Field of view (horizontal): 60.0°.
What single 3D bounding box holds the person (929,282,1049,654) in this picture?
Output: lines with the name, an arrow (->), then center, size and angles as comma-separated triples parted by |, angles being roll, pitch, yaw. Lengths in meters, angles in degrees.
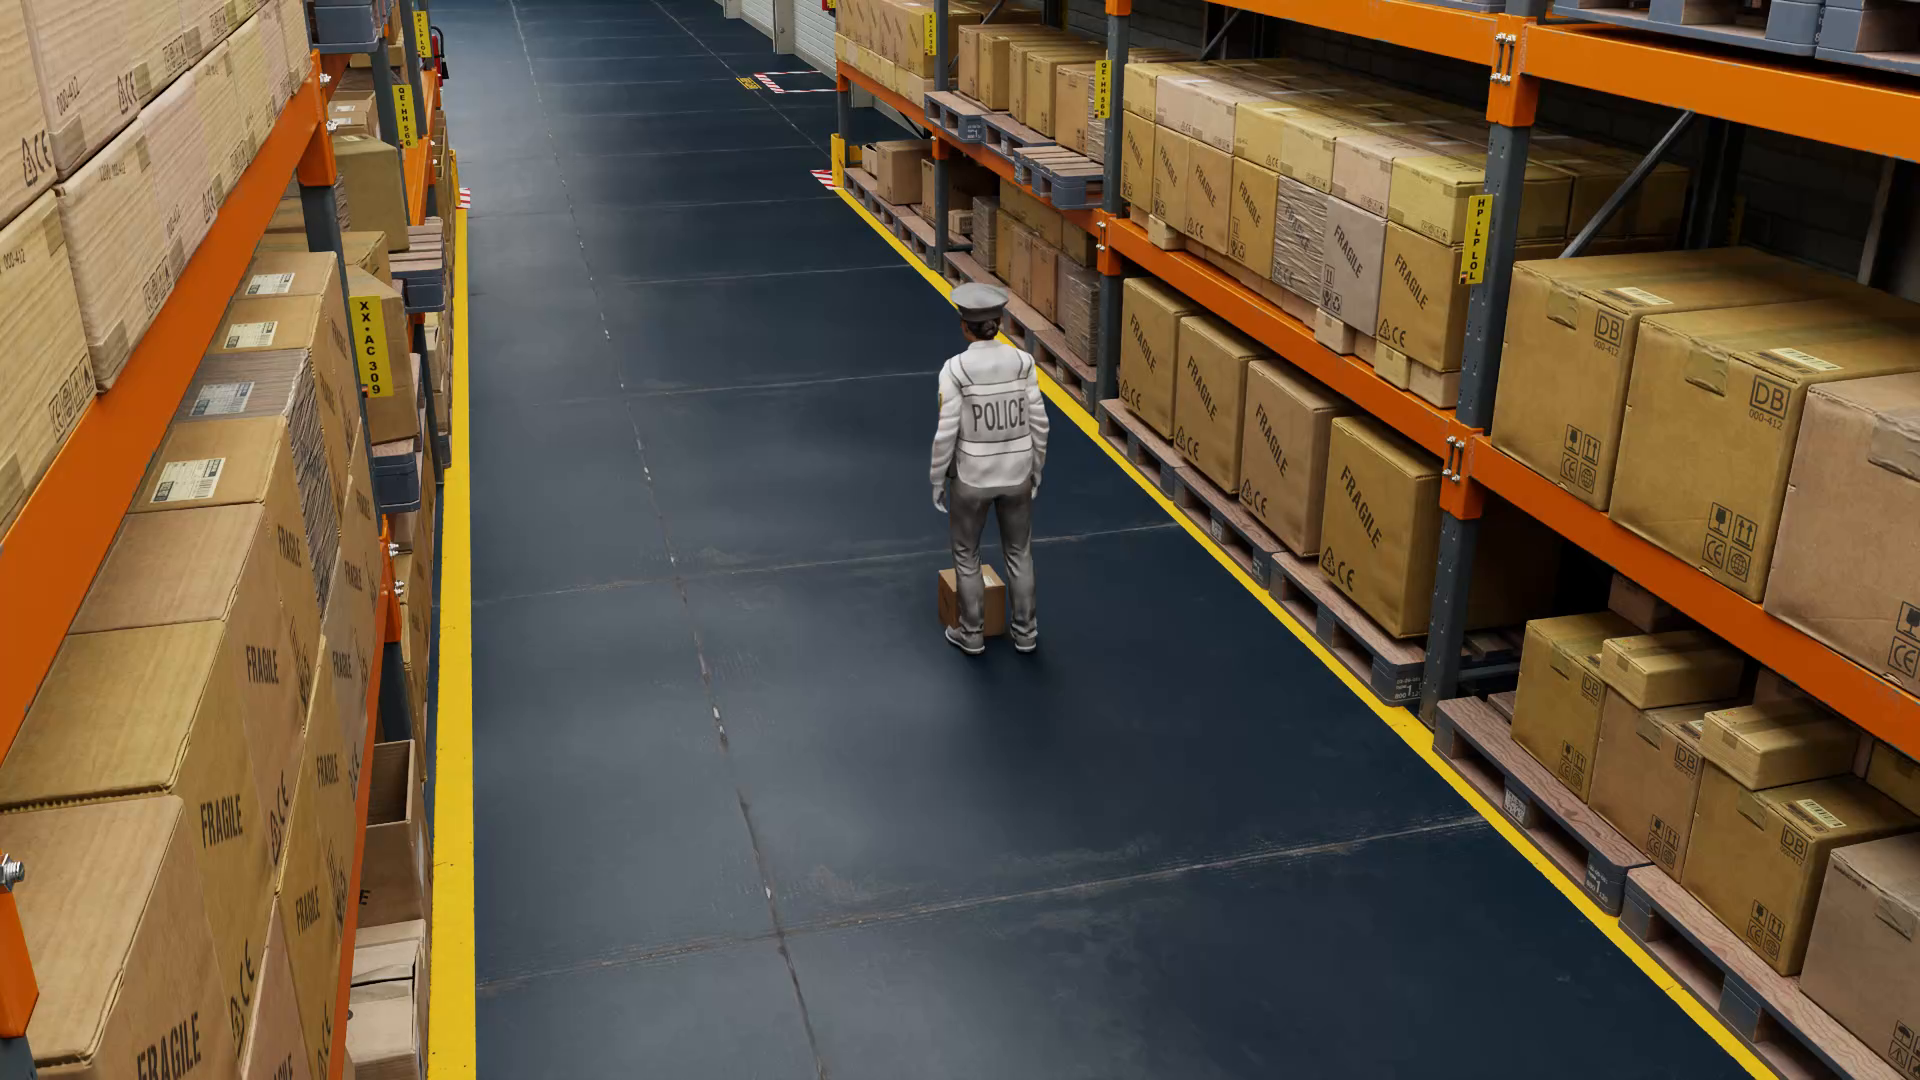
person -> 0.117, -0.277, 7.242 | 0.538, 1.662, 0.415 | -8, 24, -17
